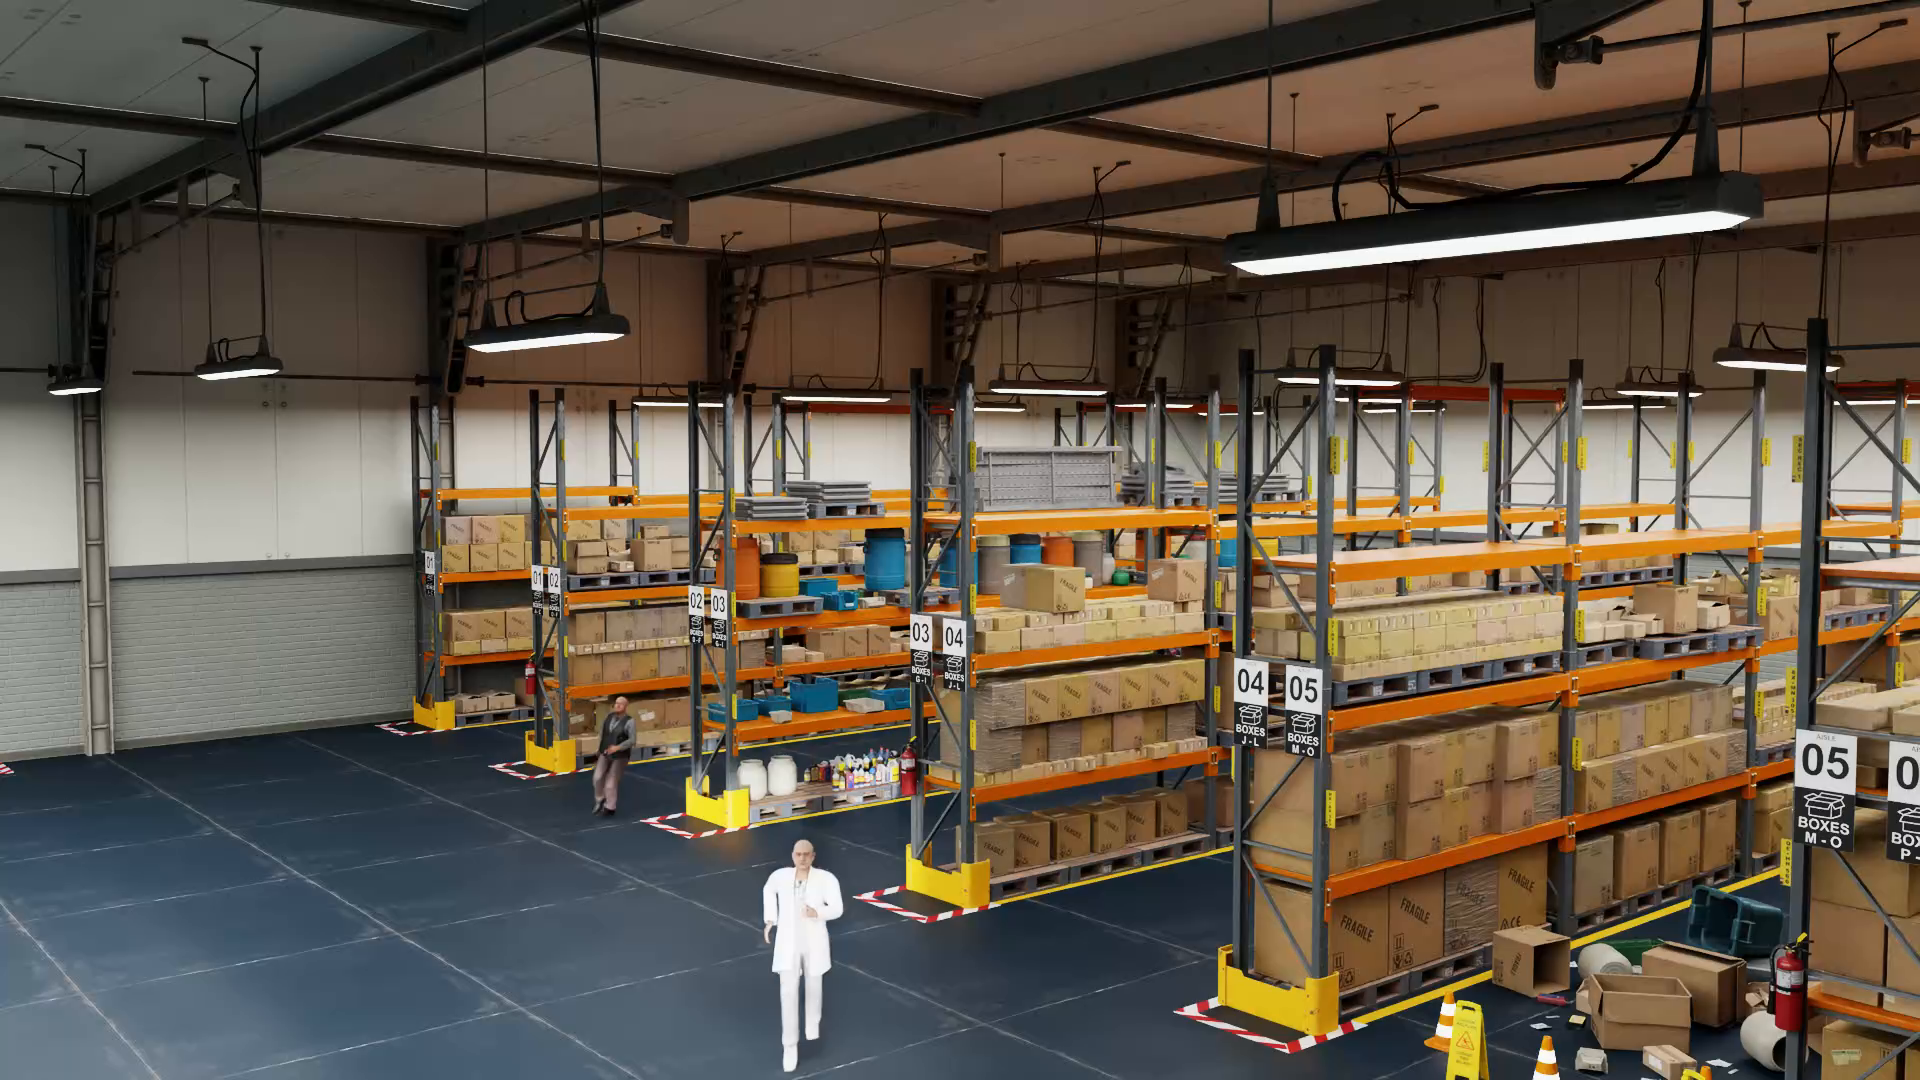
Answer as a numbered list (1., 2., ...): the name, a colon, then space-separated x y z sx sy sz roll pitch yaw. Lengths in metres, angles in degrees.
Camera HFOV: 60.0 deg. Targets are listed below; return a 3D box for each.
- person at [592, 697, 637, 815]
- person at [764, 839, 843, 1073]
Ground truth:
1. person: -4.746 2.978 22.792 0.656 1.653 0.628 1 3 13
2. person: -1.326 3.438 14.033 0.679 1.839 0.894 0 3 -4
